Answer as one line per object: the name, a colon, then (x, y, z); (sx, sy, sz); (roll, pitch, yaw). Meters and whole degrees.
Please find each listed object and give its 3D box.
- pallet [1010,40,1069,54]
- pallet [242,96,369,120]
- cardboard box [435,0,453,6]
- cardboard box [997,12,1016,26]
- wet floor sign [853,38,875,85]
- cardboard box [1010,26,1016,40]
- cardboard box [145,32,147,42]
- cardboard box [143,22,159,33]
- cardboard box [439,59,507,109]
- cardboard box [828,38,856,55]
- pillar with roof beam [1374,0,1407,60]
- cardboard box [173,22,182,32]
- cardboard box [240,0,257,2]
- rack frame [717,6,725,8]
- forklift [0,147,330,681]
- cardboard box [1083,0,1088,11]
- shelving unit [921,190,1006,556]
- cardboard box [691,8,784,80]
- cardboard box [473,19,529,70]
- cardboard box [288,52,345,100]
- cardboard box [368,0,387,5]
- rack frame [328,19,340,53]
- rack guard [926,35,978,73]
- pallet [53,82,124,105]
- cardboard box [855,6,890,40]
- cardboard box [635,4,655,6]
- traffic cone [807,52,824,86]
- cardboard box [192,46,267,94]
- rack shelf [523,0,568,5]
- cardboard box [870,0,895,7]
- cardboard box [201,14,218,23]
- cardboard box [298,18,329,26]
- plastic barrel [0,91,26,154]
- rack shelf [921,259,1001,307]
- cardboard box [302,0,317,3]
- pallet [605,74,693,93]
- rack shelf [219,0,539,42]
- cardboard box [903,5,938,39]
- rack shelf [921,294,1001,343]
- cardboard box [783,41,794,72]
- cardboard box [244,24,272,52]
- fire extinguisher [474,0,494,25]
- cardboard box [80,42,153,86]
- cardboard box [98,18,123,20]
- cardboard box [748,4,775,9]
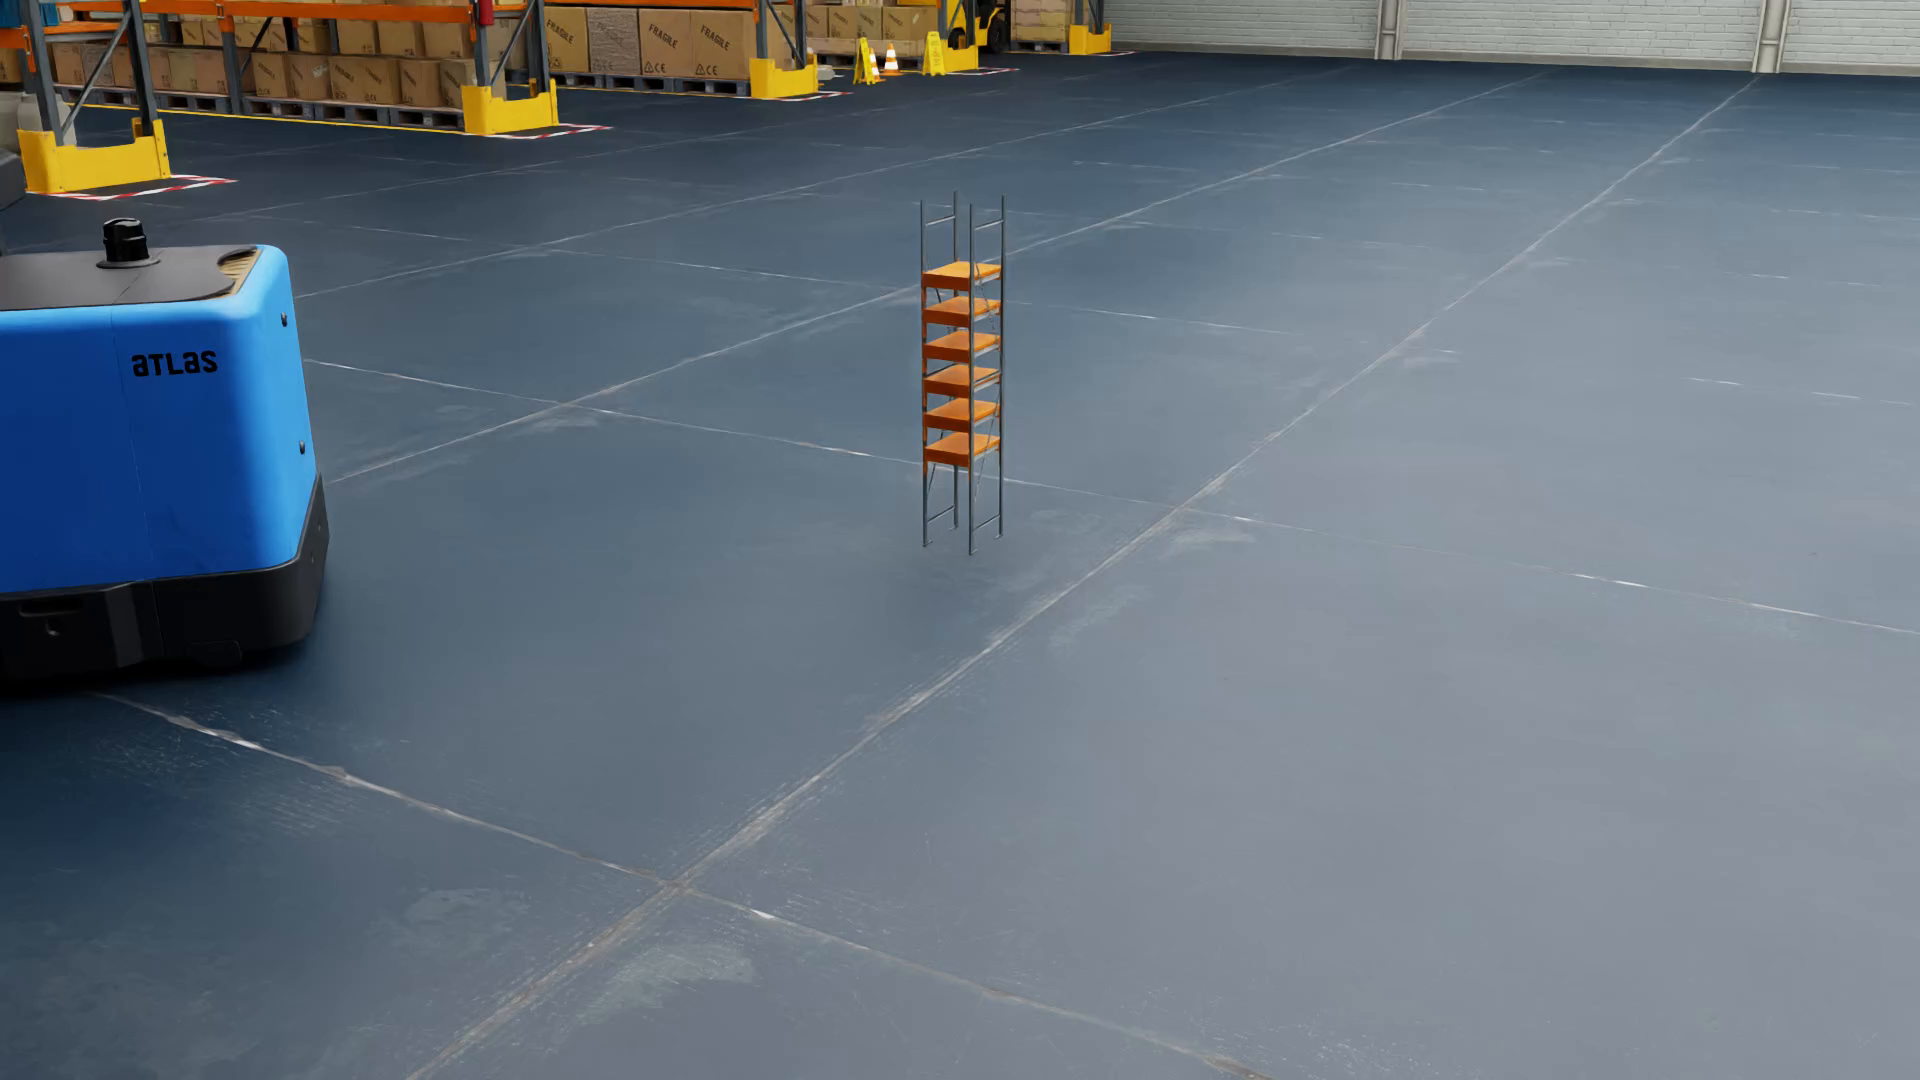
pallet: (1.678, -9.184, 30.873); (1.213, 0.211, 1.003); (11, 23, 27)
pallet: (-7.772, -5.204, 19.903); (1.213, 0.211, 1.003); (11, 23, 27)
cardboard box: (-5.451, -5.861, 17.992); (0.250, 0.149, 0.380); (11, 23, 27)
cardboard box: (0.896, -9.674, 30.818); (0.500, 0.250, 0.500); (10, 22, 26)
wet floor sign: (-1.386, -6.889, 23.910); (0.232, 0.644, 0.267); (7, 21, 18)
cardboard box: (0.940, -9.440, 30.907); (0.500, 0.250, 0.500); (11, 23, 28)
cardboard box: (-13.525, -8.403, 27.760); (0.250, 0.149, 0.380); (10, 22, 25)
cardboard box: (-13.533, -8.556, 27.746); (0.250, 0.149, 0.380); (11, 23, 28)
cardboard box: (-5.421, -5.082, 18.527); (0.500, 0.500, 0.500); (16, 25, 37)
cardboard box: (-1.796, -8.035, 27.032); (0.500, 0.250, 0.500); (10, 22, 25)
pillar with roof beam: (5.337, -11.305, 23.833); (0.400, 9.000, 9.100); (11, 23, 27)
cardboard box: (-13.053, -8.663, 28.039); (0.250, 0.149, 0.380); (12, 23, 29)
cardboard box: (-8.123, -6.328, 19.279); (0.250, 0.149, 0.380); (11, 23, 27)
rack frame: (-4.618, -11.710, 33.749); (0.127, 3.000, 1.000); (11, 23, 27)
forklift: (-3.489, -1.036, 4.423); (3.031, 2.935, 1.130); (-6, 21, -15)
cardboard box: (2.039, -9.891, 30.684); (0.500, 0.250, 0.500); (10, 22, 26)
shelving unit: (0.013, -0.562, 5.654); (0.189, 1.200, 0.258); (11, 23, 27)
cardboard box: (-3.001, -6.703, 22.444); (0.875, 0.875, 0.875); (11, 23, 28)
cardboard box: (-6.455, -7.293, 24.254); (0.750, 0.750, 1.050); (11, 23, 27)
cardboard box: (-7.543, -5.467, 19.589); (0.500, 0.500, 0.500); (-17, 26, -39)
cardboard box: (-6.333, -6.022, 18.436); (0.250, 0.149, 0.380); (11, 23, 27)
rack frame: (-9.361, -8.741, 25.565); (0.127, 3.000, 1.000); (11, 23, 27)
rack guard: (-0.117, -7.739, 26.467); (0.348, 0.500, 1.175); (11, 23, 27)
pallet: (-11.187, -5.840, 21.656); (1.213, 0.211, 1.003); (11, 23, 27)
cardboard box: (-1.335, -8.300, 26.665); (0.500, 0.500, 0.500); (12, 23, 29)
cardboard box: (-6.444, -10.992, 34.819); (0.500, 0.500, 0.500); (10, 22, 25)
traffic cone: (-2.148, -6.730, 23.738); (0.334, 0.463, 0.336); (11, 23, 27)
cardboard box: (-8.902, -5.757, 20.357); (0.500, 0.500, 0.700); (9, 22, 23)
rack shelf: (-7.615, -8.071, 24.770); (4.000, 0.370, 1.077); (11, 23, 27)
cardboard box: (-1.231, -8.560, 26.431); (0.250, 0.149, 0.380); (12, 23, 29)
cardboard box: (-11.871, -8.492, 26.828); (0.500, 0.250, 0.500); (11, 23, 29)
cardboard box: (-10.086, -8.152, 25.890); (0.500, 0.250, 0.500); (10, 22, 26)
plastic barrel: (-8.349, -3.675, 14.629); (0.421, 0.512, 0.421); (0, 20, 0)
rack shelf: (0.013, -0.858, 5.546); (0.180, 0.103, 0.258); (11, 23, 27)
cardboard box: (-7.232, -6.173, 18.851); (0.250, 0.149, 0.380); (11, 23, 27)
pallet: (-4.174, -6.413, 23.235); (1.213, 0.211, 1.003); (11, 23, 27)
rack shelf: (-6.630, -5.946, 18.912); (4.000, 0.370, 1.077); (11, 23, 27)
cardboard box: (-0.641, -8.379, 26.882); (0.500, 0.500, 0.500); (10, 22, 26)
rack shelf: (0.013, -0.745, 5.587); (0.180, 0.103, 0.258); (11, 23, 27)
cardboard box: (-2.819, -7.266, 25.159); (0.637, 0.503, 0.797); (-4, 20, -10)
cardboard box: (-10.984, -7.966, 26.477); (0.500, 0.500, 0.500); (10, 22, 25)
fire extinguisher: (-5.009, -5.759, 17.455); (0.183, 0.674, 0.296); (11, 23, 27)
cardboard box: (-10.783, -6.120, 21.357); (0.500, 0.500, 0.700); (9, 22, 23)
cardboard box: (-14.823, -9.042, 29.086); (0.250, 0.149, 0.380); (12, 23, 29)
cardboard box: (-3.160, -8.646, 27.617); (0.500, 0.500, 0.500); (12, 23, 30)
